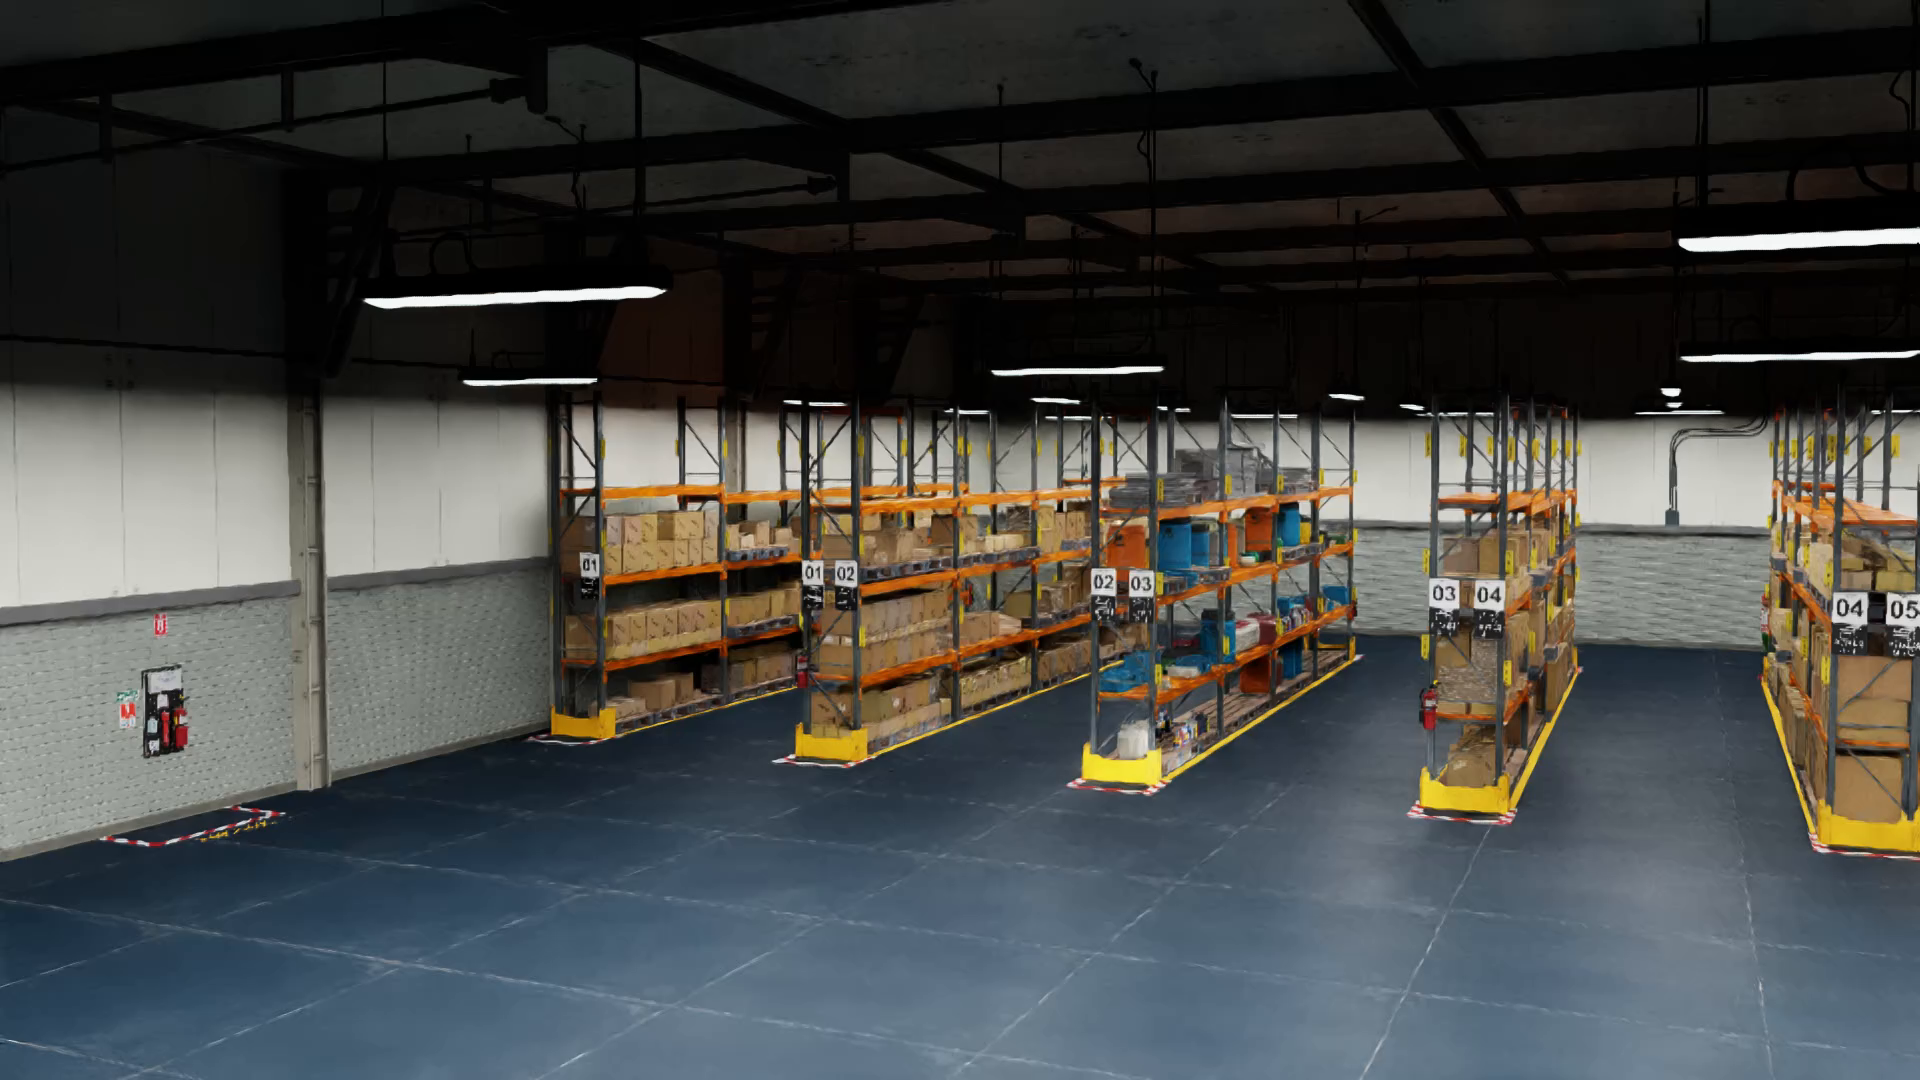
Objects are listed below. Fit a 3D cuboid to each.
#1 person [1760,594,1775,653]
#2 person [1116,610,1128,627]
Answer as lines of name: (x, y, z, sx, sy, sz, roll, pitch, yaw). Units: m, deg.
person: (17.977, 2.071, 36.789, 0.498, 1.781, 0.634, -1, 3, -12)
person: (4.298, 1.710, 44.232, 0.575, 1.709, 0.542, -1, 3, -13)
